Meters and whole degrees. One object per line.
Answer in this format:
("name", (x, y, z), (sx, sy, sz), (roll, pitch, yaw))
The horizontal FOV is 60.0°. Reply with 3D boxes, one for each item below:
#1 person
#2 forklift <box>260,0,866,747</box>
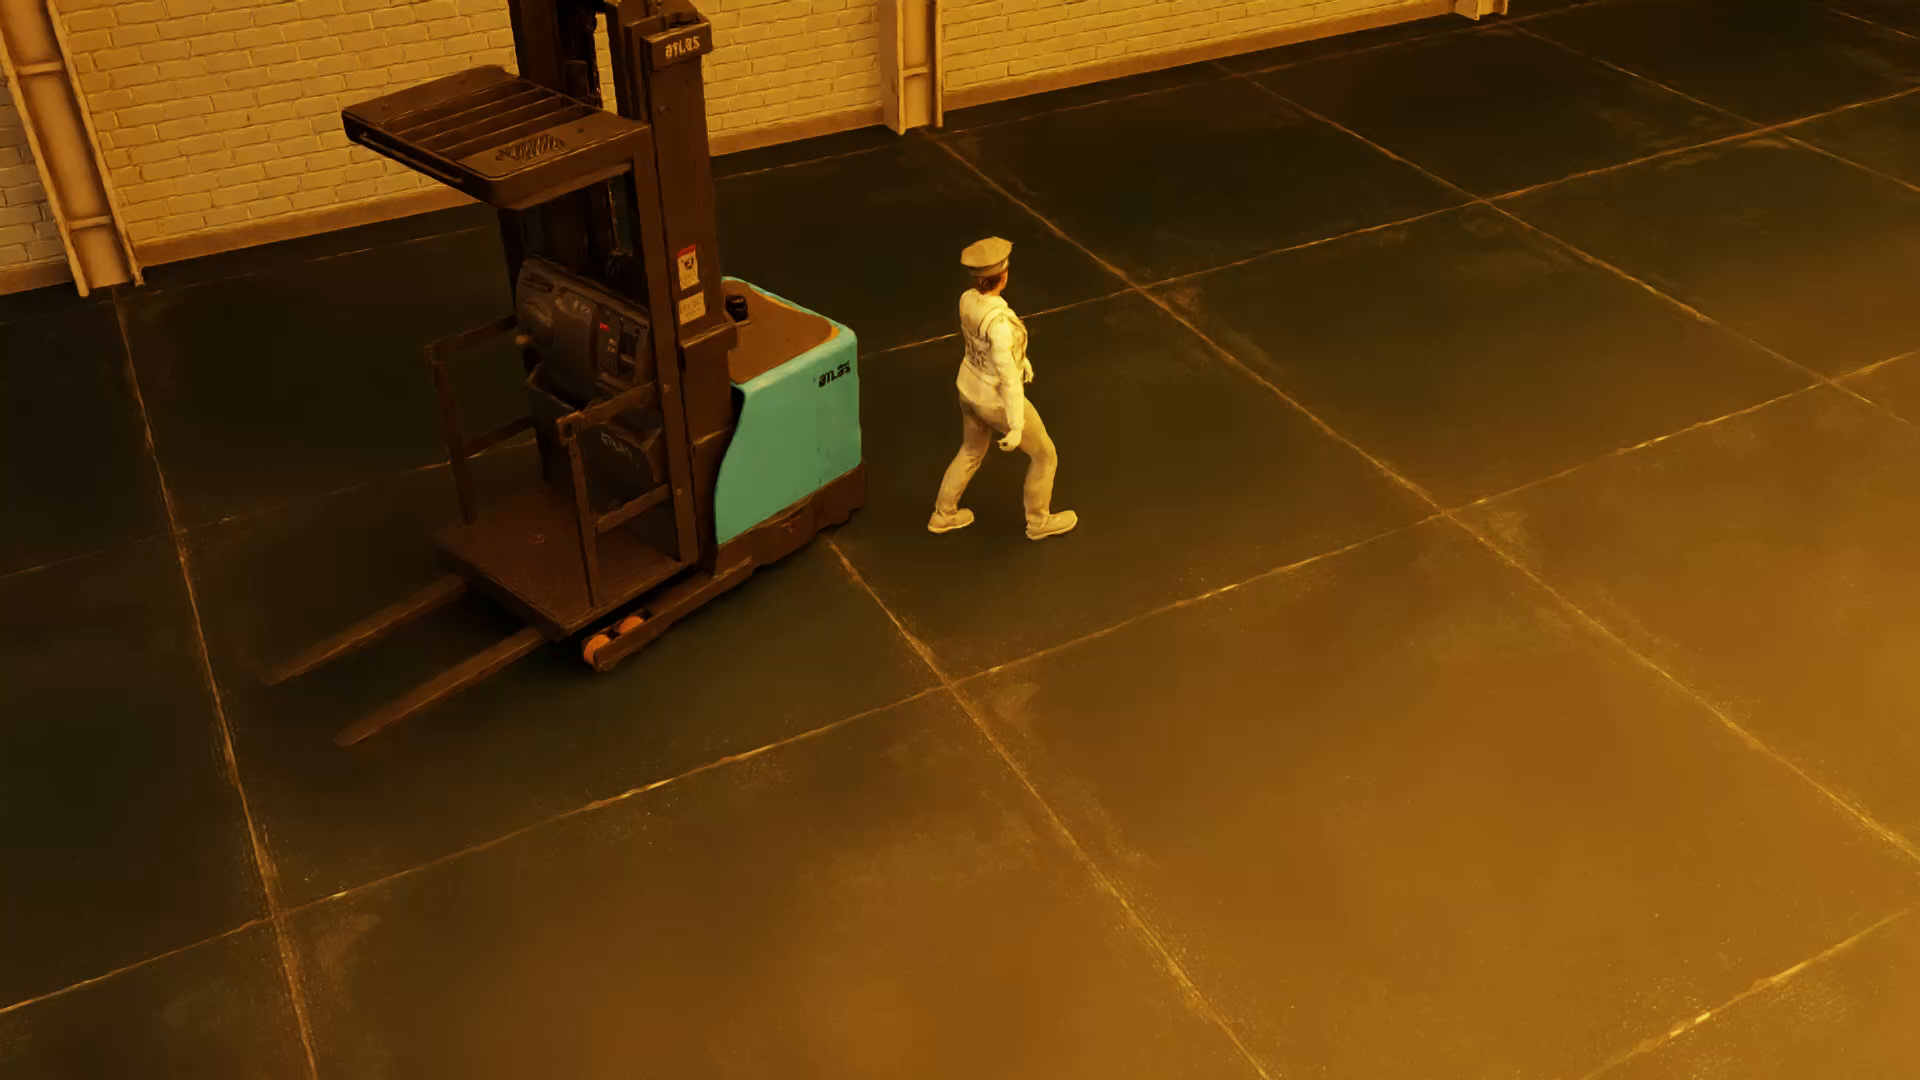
("person", (0.213, -0.716, 8.297), (0.712, 1.613, 0.600), (-18, 39, -24))
("forklift", (-1.858, -0.918, 7.422), (1.130, 2.935, 3.031), (27, 44, 33))
